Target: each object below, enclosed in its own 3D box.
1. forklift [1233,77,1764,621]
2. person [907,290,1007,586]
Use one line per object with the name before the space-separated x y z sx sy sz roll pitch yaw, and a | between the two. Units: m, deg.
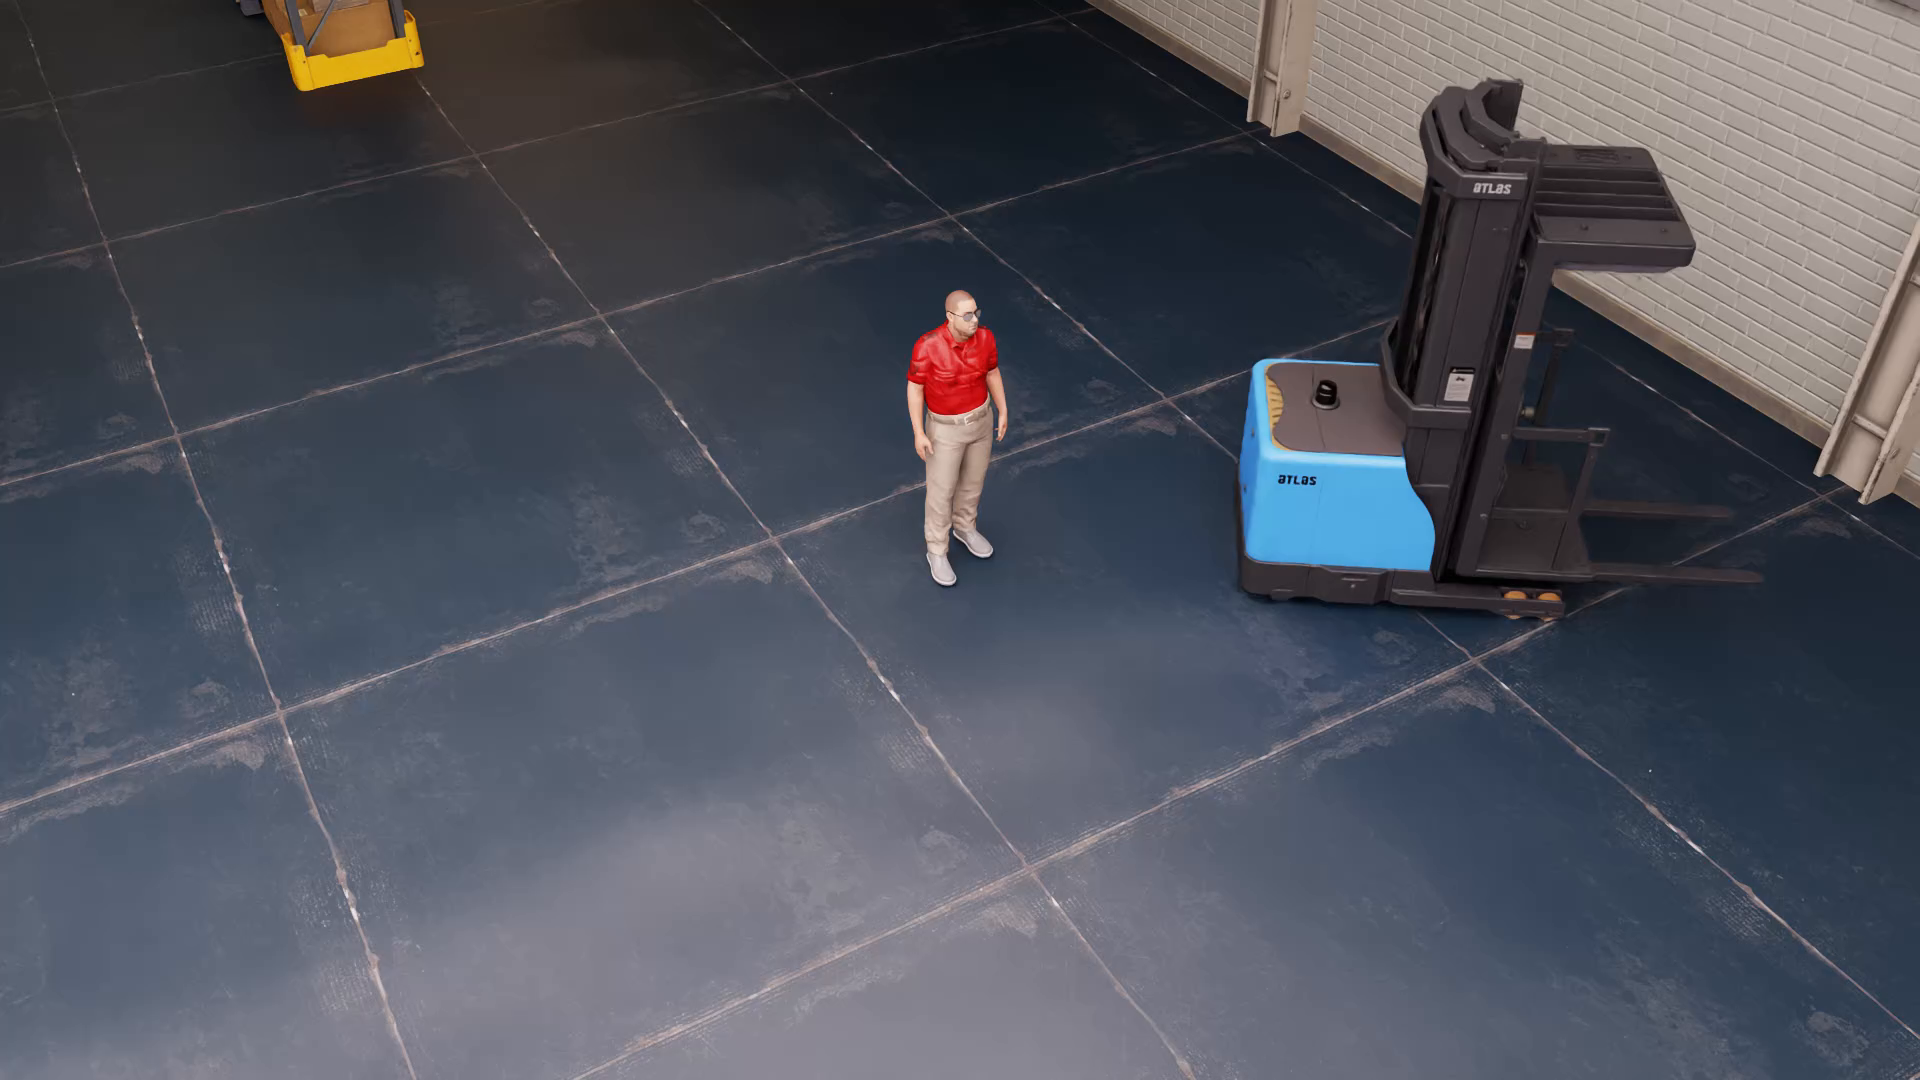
forklift | 3.210 -1.011 9.255 3.031 2.935 1.130 3 40 4
person | 0.034 -0.617 9.711 0.640 1.727 0.551 -20 44 -23
